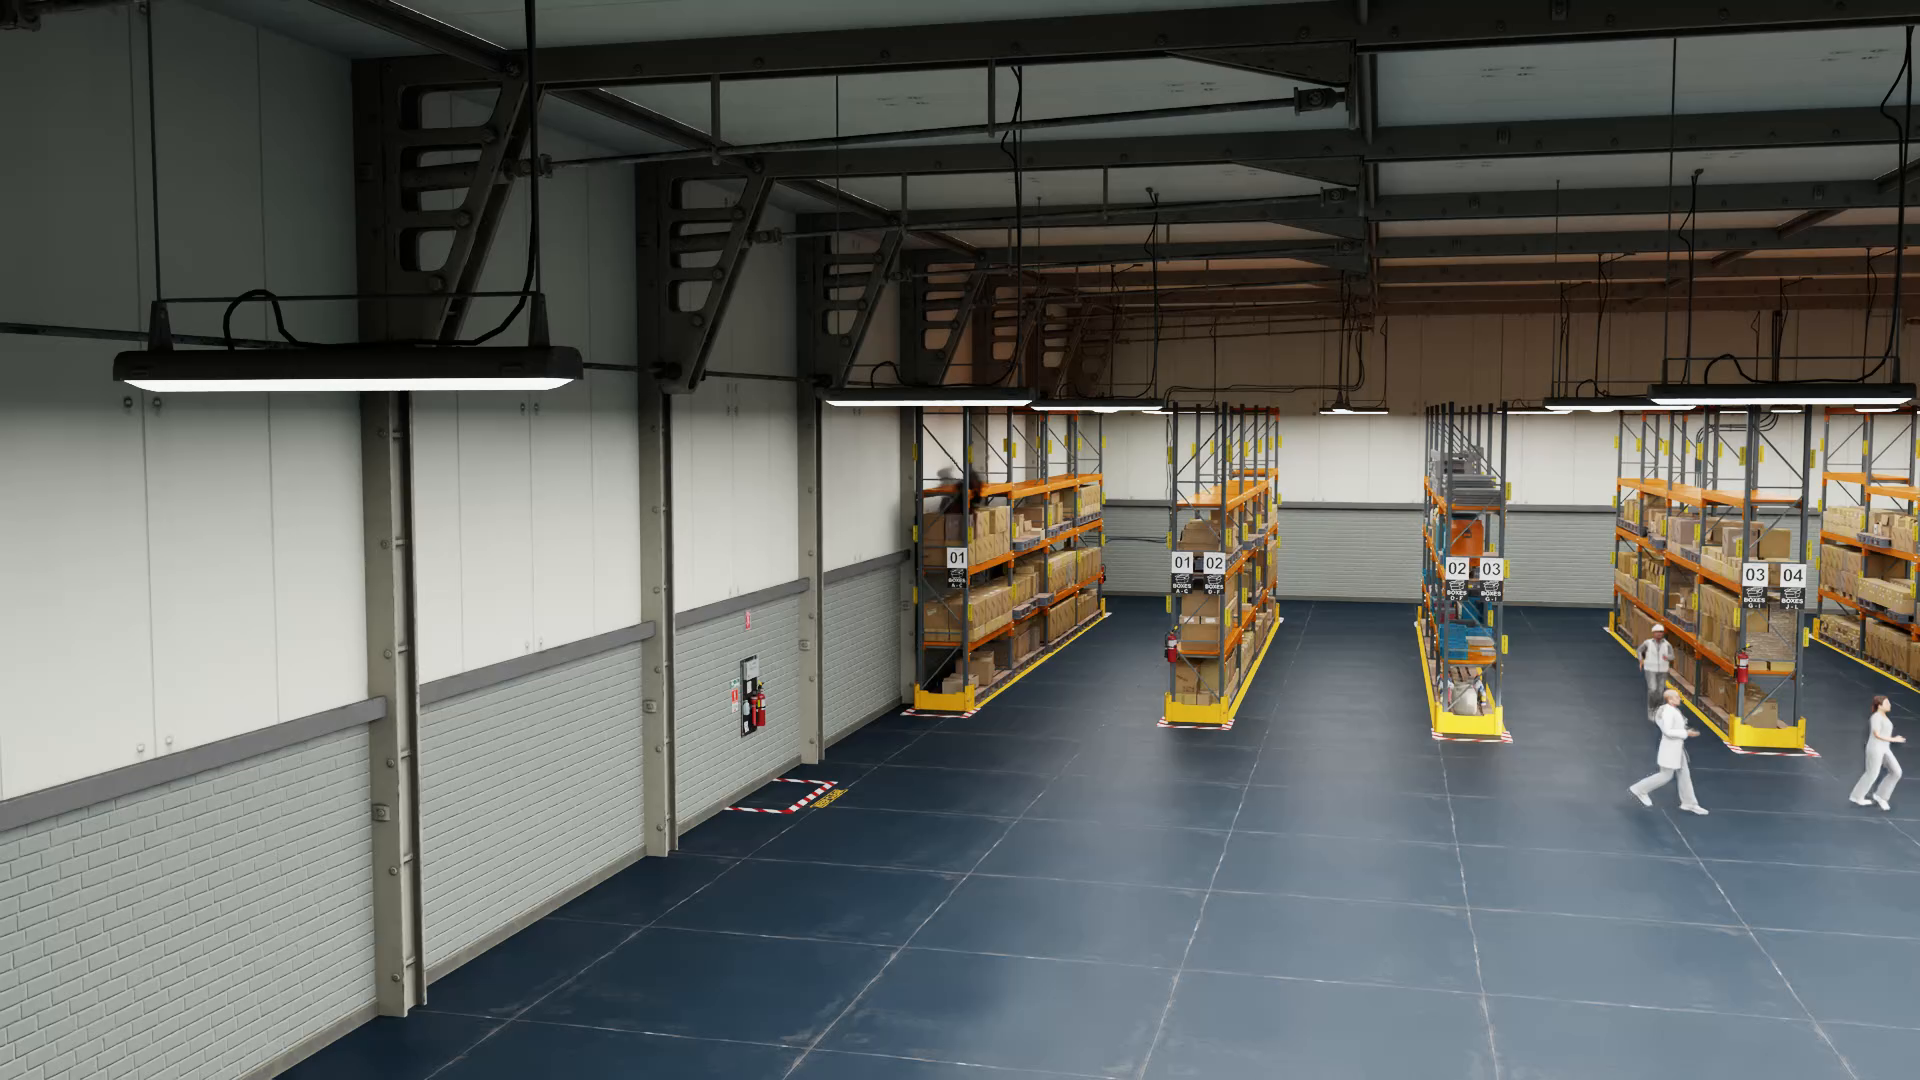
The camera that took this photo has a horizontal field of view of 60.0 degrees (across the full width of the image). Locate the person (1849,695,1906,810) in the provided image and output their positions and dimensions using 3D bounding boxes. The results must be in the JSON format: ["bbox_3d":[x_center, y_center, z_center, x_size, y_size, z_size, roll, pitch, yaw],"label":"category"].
[{"bbox_3d":[13.413,3.106,24.268,0.575,1.708,0.715,-4,6,-44],"label":"person"}]

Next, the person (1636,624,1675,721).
[{"bbox_3d":[13.211,2.513,31.553,0.625,1.834,0.758,1,4,7],"label":"person"}]

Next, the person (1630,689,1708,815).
[{"bbox_3d":[10.260,3.085,24.015,1.049,1.691,0.710,3,5,33],"label":"person"}]
